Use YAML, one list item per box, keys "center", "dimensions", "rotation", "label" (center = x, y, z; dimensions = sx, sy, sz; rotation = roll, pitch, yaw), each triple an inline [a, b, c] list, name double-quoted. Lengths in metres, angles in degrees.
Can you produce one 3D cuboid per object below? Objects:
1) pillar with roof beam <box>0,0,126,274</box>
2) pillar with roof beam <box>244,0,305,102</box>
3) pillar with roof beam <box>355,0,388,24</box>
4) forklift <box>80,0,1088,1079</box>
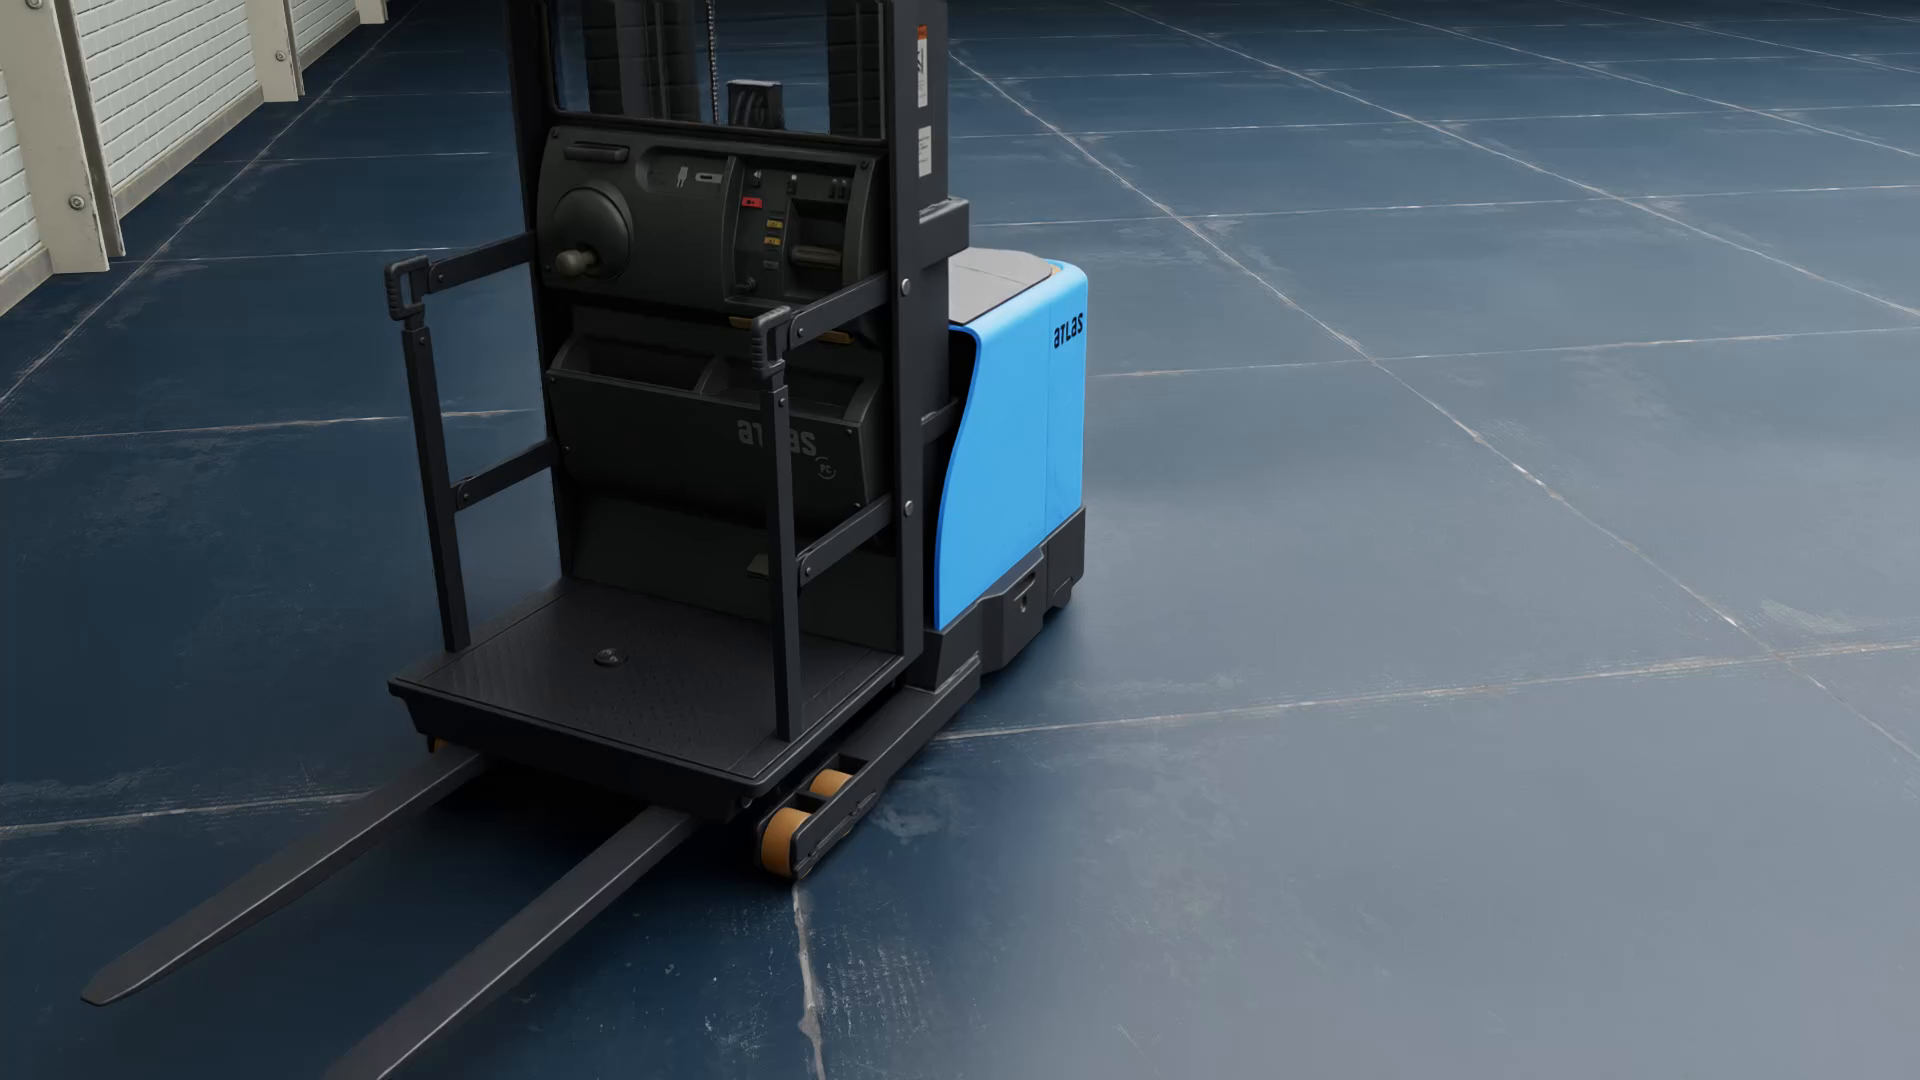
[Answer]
- center: [-0.641, -5.984, 8.208]
  dimensions: [9.100, 9.000, 0.400]
  rotation: [-4, 24, -10]
  label: "pillar with roof beam"
- center: [-1.750, -8.344, 13.612]
  dimensions: [9.100, 9.000, 0.400]
  rotation: [-4, 24, -10]
  label: "pillar with roof beam"
- center: [-2.860, -10.704, 19.016]
  dimensions: [9.100, 9.000, 0.400]
  rotation: [-4, 24, -10]
  label: "pillar with roof beam"
- center: [-0.714, -0.745, 3.795]
  dimensions: [1.130, 2.935, 3.031]
  rotation: [11, 26, 24]
  label: "forklift"
